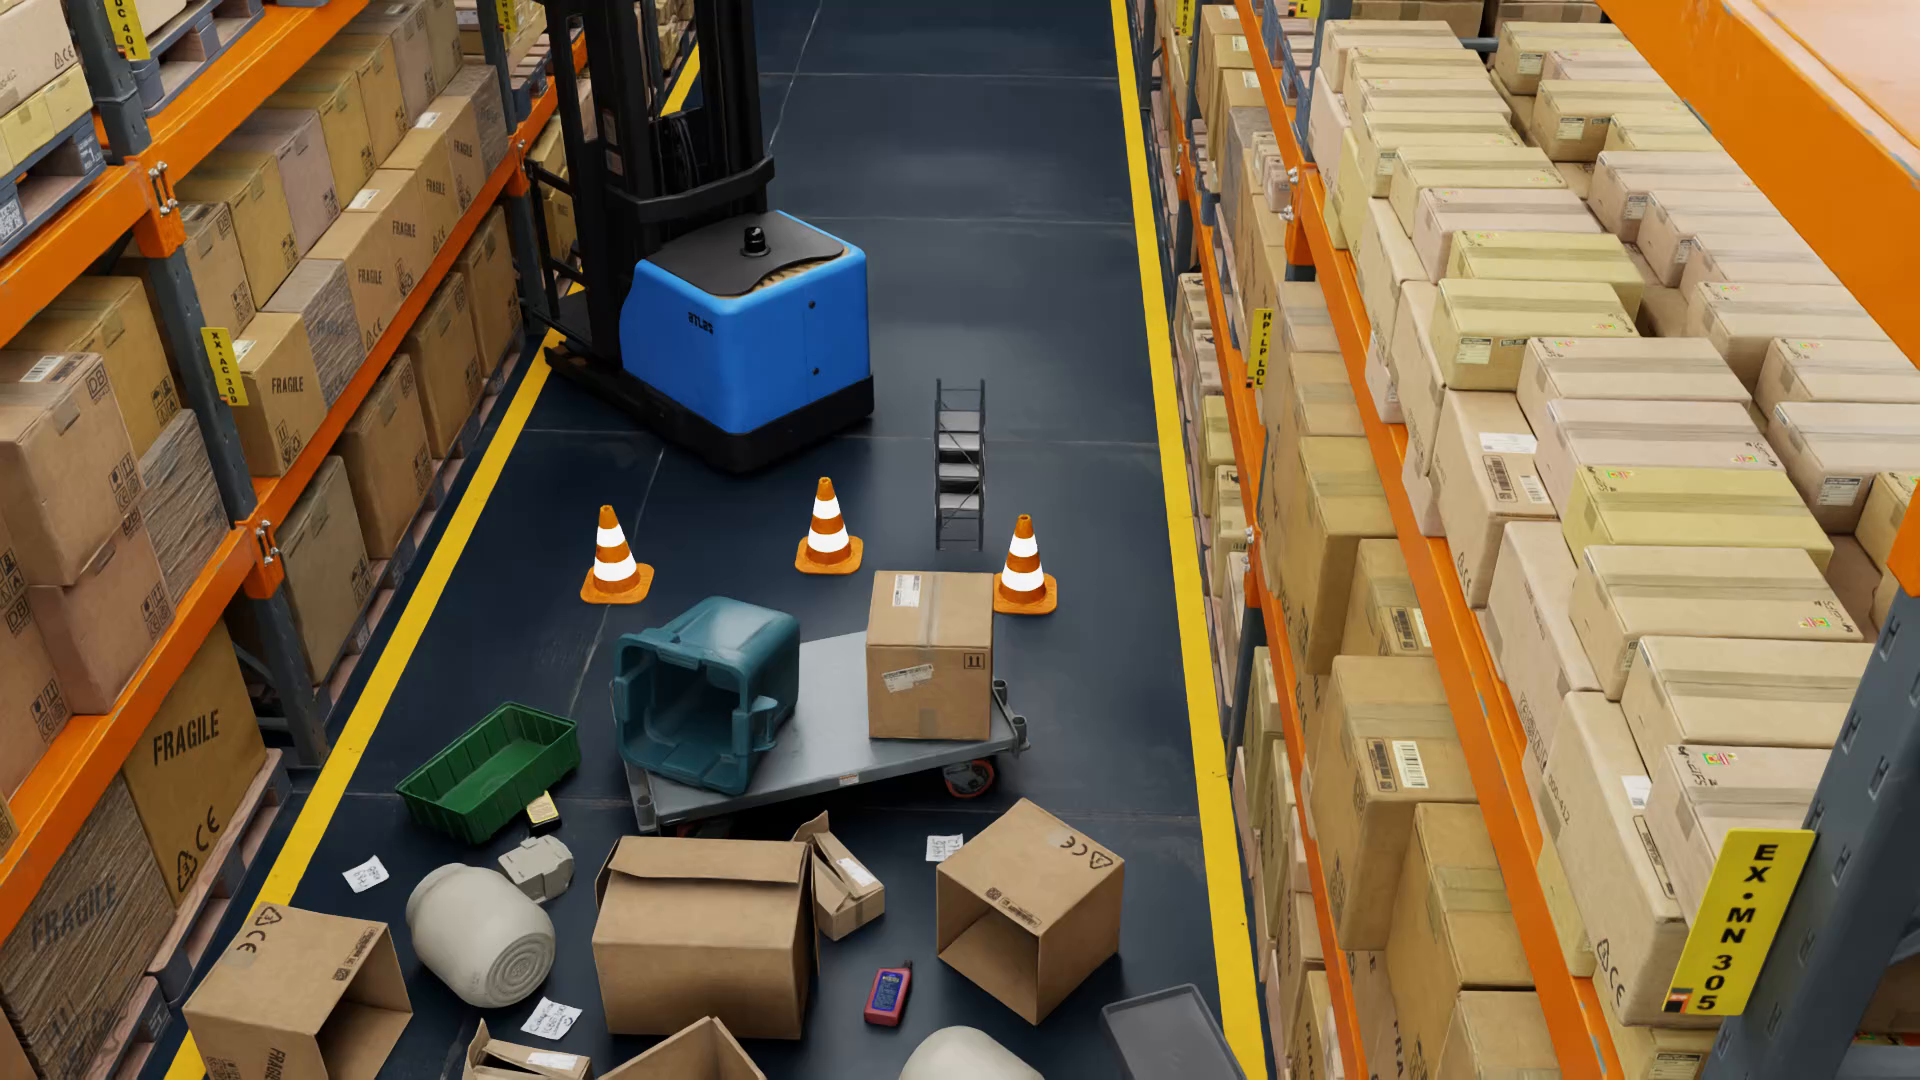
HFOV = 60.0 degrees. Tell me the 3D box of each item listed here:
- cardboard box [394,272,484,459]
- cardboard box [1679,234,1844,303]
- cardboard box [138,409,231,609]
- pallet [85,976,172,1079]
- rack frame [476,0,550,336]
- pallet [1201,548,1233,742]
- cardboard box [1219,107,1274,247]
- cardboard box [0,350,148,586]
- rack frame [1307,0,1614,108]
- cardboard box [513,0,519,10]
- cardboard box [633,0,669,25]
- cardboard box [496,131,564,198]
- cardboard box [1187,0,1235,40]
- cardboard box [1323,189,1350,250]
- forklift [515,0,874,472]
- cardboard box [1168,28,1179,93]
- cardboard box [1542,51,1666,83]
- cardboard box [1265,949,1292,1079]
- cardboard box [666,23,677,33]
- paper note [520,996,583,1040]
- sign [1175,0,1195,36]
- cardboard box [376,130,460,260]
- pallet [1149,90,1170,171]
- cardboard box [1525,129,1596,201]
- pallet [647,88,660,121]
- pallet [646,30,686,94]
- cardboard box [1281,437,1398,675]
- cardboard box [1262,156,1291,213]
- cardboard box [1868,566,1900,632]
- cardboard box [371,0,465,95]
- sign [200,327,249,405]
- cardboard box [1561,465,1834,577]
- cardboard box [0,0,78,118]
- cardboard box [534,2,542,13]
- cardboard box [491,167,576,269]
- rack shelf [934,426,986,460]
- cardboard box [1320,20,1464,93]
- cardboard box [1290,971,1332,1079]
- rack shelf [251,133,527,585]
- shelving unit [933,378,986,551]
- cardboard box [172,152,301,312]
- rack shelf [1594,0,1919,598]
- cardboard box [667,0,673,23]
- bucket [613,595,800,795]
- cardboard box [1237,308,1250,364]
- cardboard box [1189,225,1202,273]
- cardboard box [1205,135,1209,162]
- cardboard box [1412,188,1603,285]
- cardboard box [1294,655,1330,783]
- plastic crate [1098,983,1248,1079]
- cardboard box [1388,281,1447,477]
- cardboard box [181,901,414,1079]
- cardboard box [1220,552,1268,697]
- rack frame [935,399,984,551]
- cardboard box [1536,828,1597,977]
[{"bbox_3d":[-3.272,-0.967,9.055,1.050,0.750,0.750,2,35,3],"label":"cardboard box"},{"bbox_3d":[1.902,-0.582,3.832,0.380,0.149,0.250,2,35,3],"label":"cardboard box"},{"bbox_3d":[-3.289,-0.117,6.123,0.875,0.550,0.550,1,35,2],"label":"cardboard box"},{"bbox_3d":[-3.442,2.011,5.651,1.003,0.211,1.213,1,35,2],"label":"pallet"},{"bbox_3d":[-3.126,-2.566,9.738,1.000,3.000,0.127,1,35,2],"label":"rack frame"},{"bbox_3d":[1.693,0.482,7.827,1.003,0.211,1.213,1,35,2],"label":"pallet"},{"bbox_3d":[1.518,-1.699,7.794,0.500,0.500,0.500,0,35,0],"label":"cardboard box"},{"bbox_3d":[-3.242,-0.241,5.361,0.875,0.550,0.550,1,35,2],"label":"cardboard box"},{"bbox_3d":[1.664,-2.666,4.663,1.000,3.000,0.127,1,35,2],"label":"rack frame"},{"bbox_3d":[-2.906,-3.294,10.110,0.380,0.149,0.250,0,35,1],"label":"cardboard box"},{"bbox_3d":[-2.674,-4.463,14.034,0.380,0.149,0.250,3,35,4],"label":"cardboard box"},{"bbox_3d":[-2.856,-2.413,10.677,0.500,0.250,0.500,0,35,0],"label":"cardboard box"},{"bbox_3d":[1.584,-3.263,9.773,0.500,0.500,0.500,0,35,1],"label":"cardboard box"},{"bbox_3d":[1.337,-1.014,5.139,0.380,0.149,0.250,1,35,2],"label":"cardboard box"},{"bbox_3d":[-1.882,-2.321,9.448,1.130,2.935,3.031,-29,44,-35],"label":"forklift"},{"bbox_3d":[1.590,-3.039,10.542,0.500,0.250,0.500,2,35,3],"label":"cardboard box"},{"bbox_3d":[1.935,-1.324,4.887,0.380,0.149,0.250,0,35,1],"label":"cardboard box"},{"bbox_3d":[1.341,1.686,5.714,0.500,0.250,0.500,1,35,1],"label":"cardboard box"},{"bbox_3d":[-2.661,-4.369,14.417,0.380,0.149,0.250,1,35,2],"label":"cardboard box"},{"bbox_3d":[-1.513,1.772,6.154,0.172,0.023,0.155,13,37,18],"label":"paper note"},{"bbox_3d":[1.269,-2.995,9.341,0.100,0.325,0.005,1,35,2],"label":"sign"},{"bbox_3d":[-2.917,-1.768,8.516,0.500,0.500,0.500,1,35,1],"label":"cardboard box"},{"bbox_3d":[2.029,-3.222,13.097,1.003,0.211,1.213,1,35,2],"label":"pallet"},{"bbox_3d":[1.895,-0.949,4.701,0.500,0.250,0.500,1,35,1],"label":"cardboard box"},{"bbox_3d":[-2.995,-3.276,13.174,1.003,0.211,1.213,1,35,2],"label":"pallet"},{"bbox_3d":[-2.974,-4.110,14.360,1.003,0.211,1.213,1,35,2],"label":"pallet"},{"bbox_3d":[1.340,0.045,4.808,0.700,0.500,0.500,1,35,1],"label":"cardboard box"},{"bbox_3d":[1.471,-1.478,6.915,0.380,0.149,0.250,0,35,1],"label":"cardboard box"},{"bbox_3d":[1.787,0.149,2.792,0.380,0.149,0.250,1,35,2],"label":"cardboard box"},{"bbox_3d":[-3.154,-2.759,9.056,0.700,0.500,0.500,1,35,2],"label":"cardboard box"},{"bbox_3d":[-2.732,-0.643,6.180,0.100,0.325,0.005,1,35,2],"label":"sign"},{"bbox_3d":[1.324,-0.004,3.010,0.380,0.149,0.250,2,35,2],"label":"cardboard box"},{"bbox_3d":[-3.050,-1.480,5.003,0.500,0.250,0.500,1,35,1],"label":"cardboard box"},{"bbox_3d":[-2.880,-3.484,10.639,0.380,0.149,0.250,1,35,2],"label":"cardboard box"},{"bbox_3d":[-2.843,-2.116,10.906,0.500,0.500,0.500,0,35,0],"label":"cardboard box"},{"bbox_3d":[0.000,-0.493,8.359,0.258,0.077,0.200,1,35,2],"label":"rack shelf"},{"bbox_3d":[1.325,-1.489,5.122,0.380,0.149,0.250,1,35,1],"label":"cardboard box"},{"bbox_3d":[1.319,1.677,5.075,0.500,0.500,0.500,1,35,1],"label":"cardboard box"},{"bbox_3d":[-3.206,-1.123,8.310,1.077,0.370,4.000,1,35,2],"label":"rack shelf"},{"bbox_3d":[0.000,-0.373,8.444,0.258,0.900,0.210,1,35,2],"label":"shelving unit"},{"bbox_3d":[-3.254,-1.299,6.979,0.700,0.500,0.500,1,35,1],"label":"cardboard box"},{"bbox_3d":[1.583,-1.222,3.236,1.077,0.370,4.000,1,35,2],"label":"rack shelf"},{"bbox_3d":[-2.723,-4.636,14.539,0.380,0.149,0.250,0,35,-1],"label":"cardboard box"},{"bbox_3d":[-0.988,0.581,6.786,0.726,0.611,0.620,13,27,18],"label":"bucket"},{"bbox_3d":[1.411,-0.883,7.197,0.380,0.149,0.250,1,35,1],"label":"cardboard box"},{"bbox_3d":[1.935,-2.207,10.711,0.875,0.875,0.875,1,35,1],"label":"cardboard box"},{"bbox_3d":[1.523,-2.079,8.898,0.380,0.149,0.250,-1,35,-1],"label":"cardboard box"},{"bbox_3d":[1.327,-0.740,4.056,0.380,0.149,0.250,1,35,1],"label":"cardboard box"},{"bbox_3d":[1.337,0.449,5.102,0.500,0.500,0.500,1,35,1],"label":"cardboard box"},{"bbox_3d":[0.781,1.866,5.971,0.402,0.080,0.583,-10,36,-14],"label":"plastic crate"},{"bbox_3d":[1.310,-0.379,3.889,0.500,0.250,0.500,2,35,2],"label":"cardboard box"},{"bbox_3d":[-2.324,1.669,5.884,0.500,0.500,0.500,7,36,10],"label":"cardboard box"},{"bbox_3d":[1.682,0.390,7.452,0.950,0.372,0.625,2,35,2],"label":"cardboard box"},{"bbox_3d":[-0.004,-0.314,8.360,0.240,0.900,0.006,1,35,2],"label":"rack frame"},{"bbox_3d":[1.215,0.607,2.833,0.380,0.149,0.250,2,35,2],"label":"cardboard box"}]
